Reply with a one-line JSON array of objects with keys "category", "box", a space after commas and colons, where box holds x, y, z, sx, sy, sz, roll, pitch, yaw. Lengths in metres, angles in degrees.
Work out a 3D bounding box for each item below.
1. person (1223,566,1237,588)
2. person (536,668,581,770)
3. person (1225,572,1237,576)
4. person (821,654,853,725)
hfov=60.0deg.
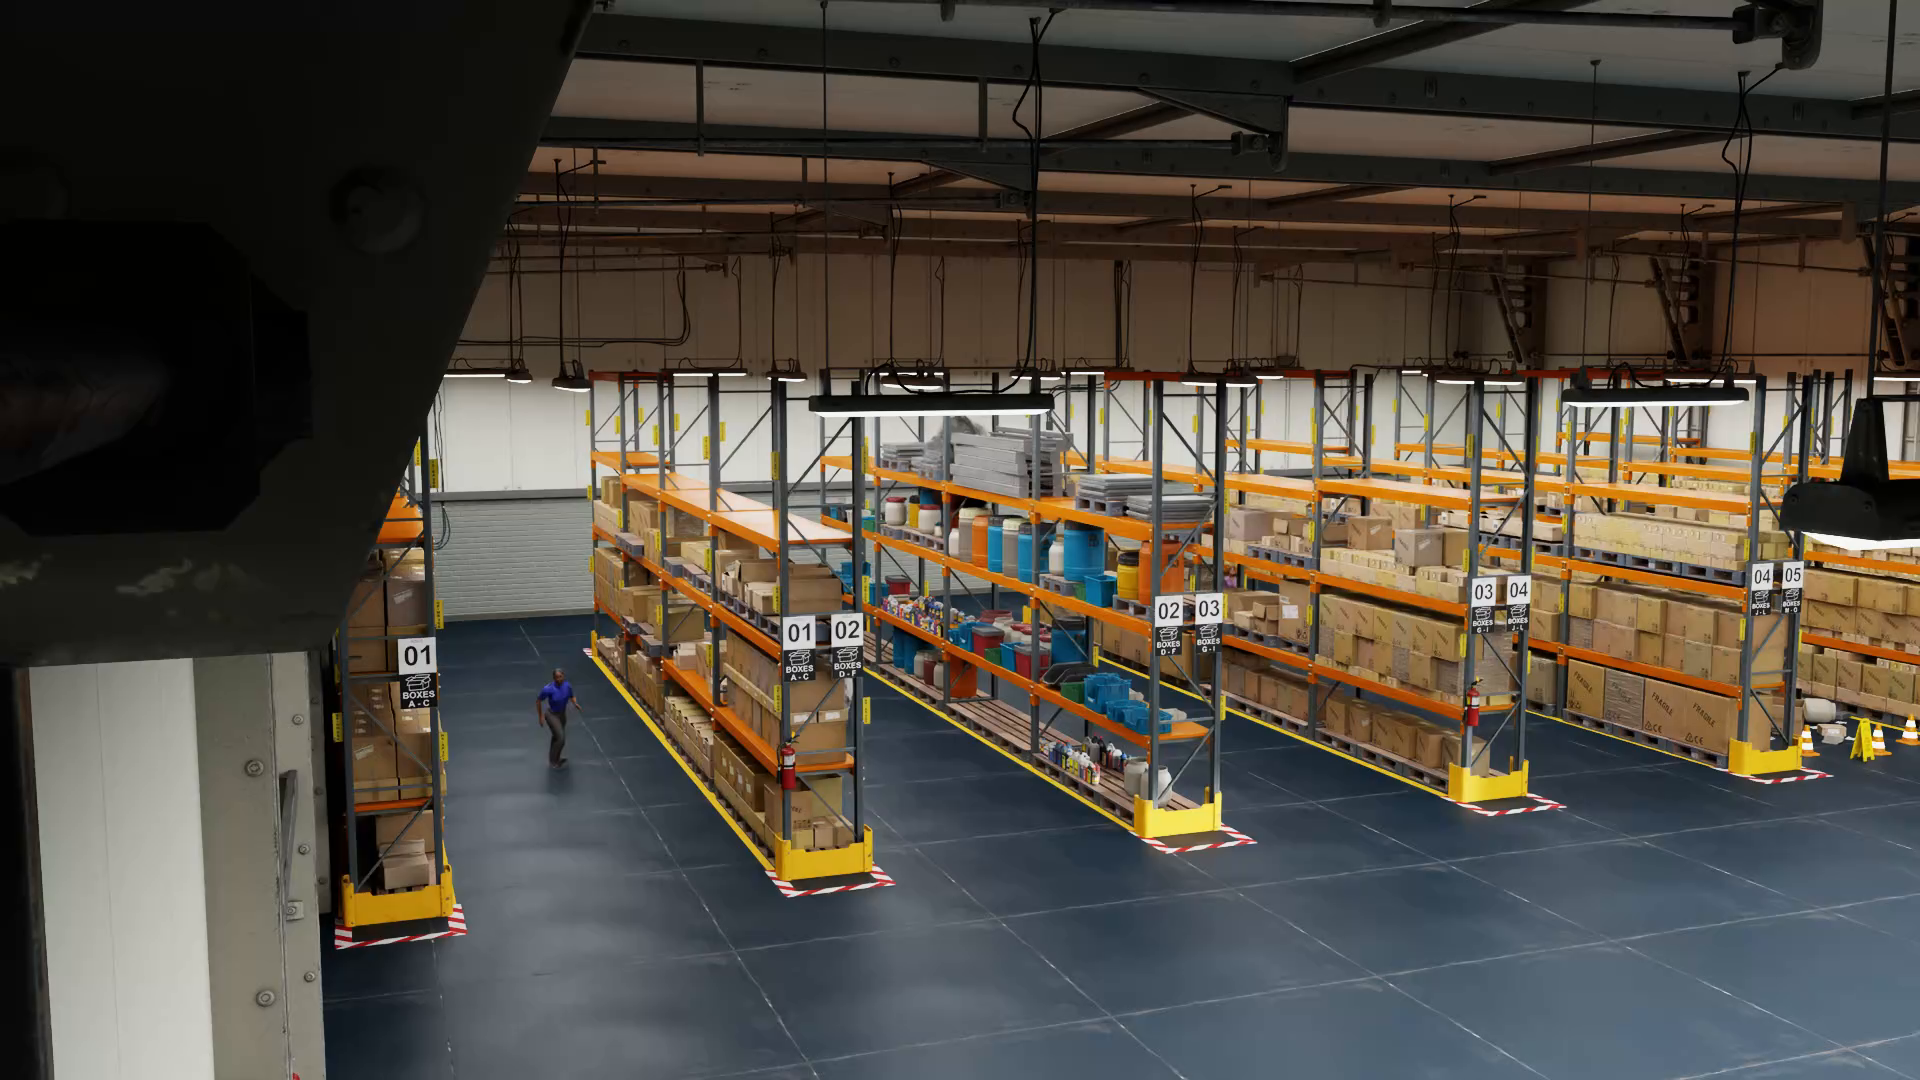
[{"category": "person", "box": [6.043, 1.390, 37.187, 0.493, 1.648, 0.717, -2, 7, -20]}, {"category": "person", "box": [-6.130, 2.737, 25.533, 0.805, 1.629, 0.605, 3, 7, 27]}, {"category": "person", "box": [6.889, 0.705, 42.527, 0.676, 1.834, 0.865, 4, 7, 32]}, {"category": "person", "box": [-2.008, 2.305, 28.320, 0.654, 1.742, 0.586, -3, 7, -28]}]
